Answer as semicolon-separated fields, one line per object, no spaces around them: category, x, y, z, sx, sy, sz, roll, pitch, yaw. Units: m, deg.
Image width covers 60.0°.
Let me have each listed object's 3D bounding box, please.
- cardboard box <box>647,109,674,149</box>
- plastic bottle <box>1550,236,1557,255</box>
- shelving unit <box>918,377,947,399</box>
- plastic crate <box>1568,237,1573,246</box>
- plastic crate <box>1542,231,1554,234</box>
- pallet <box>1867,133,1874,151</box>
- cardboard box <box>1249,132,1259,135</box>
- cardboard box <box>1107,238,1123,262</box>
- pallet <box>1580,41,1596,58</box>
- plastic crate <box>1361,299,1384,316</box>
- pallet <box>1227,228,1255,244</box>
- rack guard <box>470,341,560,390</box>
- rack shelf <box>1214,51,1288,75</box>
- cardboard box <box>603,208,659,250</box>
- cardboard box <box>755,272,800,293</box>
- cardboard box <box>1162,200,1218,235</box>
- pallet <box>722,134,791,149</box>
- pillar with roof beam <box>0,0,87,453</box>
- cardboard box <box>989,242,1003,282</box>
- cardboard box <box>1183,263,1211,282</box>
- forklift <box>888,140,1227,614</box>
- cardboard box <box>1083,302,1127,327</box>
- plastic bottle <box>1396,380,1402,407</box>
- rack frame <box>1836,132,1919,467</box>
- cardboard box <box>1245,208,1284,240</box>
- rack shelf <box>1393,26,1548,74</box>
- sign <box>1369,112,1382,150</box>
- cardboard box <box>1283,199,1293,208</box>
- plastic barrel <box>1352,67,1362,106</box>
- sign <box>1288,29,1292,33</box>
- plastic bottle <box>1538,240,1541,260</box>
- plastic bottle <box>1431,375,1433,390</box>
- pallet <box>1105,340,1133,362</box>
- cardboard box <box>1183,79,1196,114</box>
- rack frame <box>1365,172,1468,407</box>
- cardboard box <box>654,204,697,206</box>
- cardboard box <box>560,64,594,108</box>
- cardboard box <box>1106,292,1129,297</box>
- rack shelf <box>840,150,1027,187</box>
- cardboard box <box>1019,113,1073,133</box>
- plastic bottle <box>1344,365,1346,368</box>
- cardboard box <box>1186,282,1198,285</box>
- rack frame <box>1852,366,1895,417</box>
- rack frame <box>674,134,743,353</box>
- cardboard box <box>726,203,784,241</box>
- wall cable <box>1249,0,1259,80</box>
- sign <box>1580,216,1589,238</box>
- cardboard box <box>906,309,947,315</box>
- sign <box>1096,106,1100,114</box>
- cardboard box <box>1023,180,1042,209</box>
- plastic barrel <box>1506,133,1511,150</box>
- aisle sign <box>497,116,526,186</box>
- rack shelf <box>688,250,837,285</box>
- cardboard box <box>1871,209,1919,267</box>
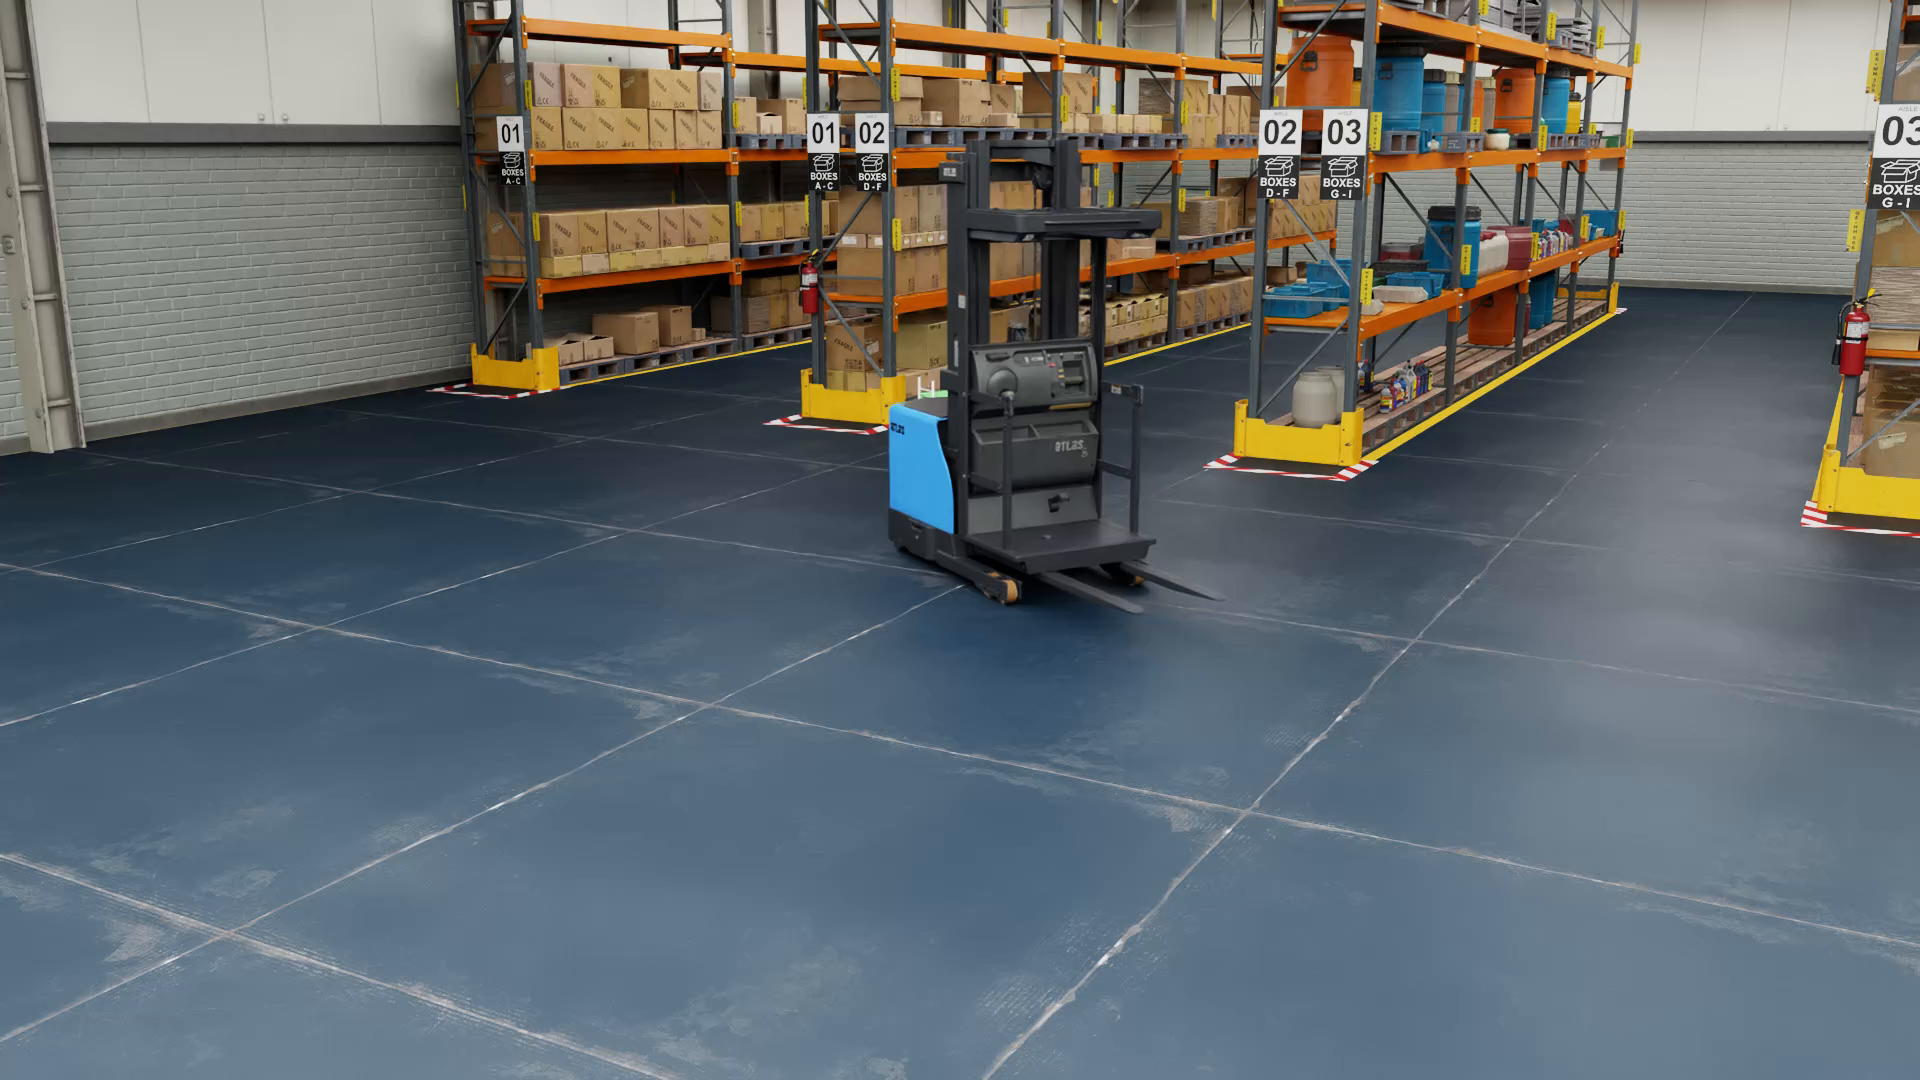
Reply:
cardboard box;-4.063;-5.323;21.555;0.500;0.500;0.500;7;15;26
plastic bottle;8.601;-4.293;24.205;0.152;0.276;0.135;7;15;28
shelving unit;-0.039;-0.646;12.653;0.503;1.200;0.258;-7;15;-28
plastic crate;9.345;-4.657;25.885;0.396;0.136;0.243;7;15;28
plastic crate;9.573;-4.969;27.180;0.293;0.136;0.466;7;15;28
pallet;11.661;-4.800;20.044;1.213;0.211;1.003;8;16;31
cardboard box;5.112;-6.696;27.827;0.500;0.250;0.500;7;15;28
cardboard box;1.930;-4.121;23.012;0.500;0.500;0.500;6;15;25
pallet;8.621;-7.134;24.180;1.003;0.211;1.213;7;15;28
plastic crate;3.908;-2.234;15.962;0.298;0.136;0.250;7;15;28
pallet;4.178;-4.994;27.257;1.003;0.211;1.213;7;15;28
rack guard;-5.442;-2.138;20.334;1.175;0.500;0.348;7;15;28
rack shelf;5.627;-8.214;28.947;1.077;0.370;4.000;7;15;28
cardboard box;-4.243;-4.015;21.466;0.500;0.500;0.500;8;16;30
cardboard box;-2.746;-3.872;24.989;0.500;0.250;0.500;7;15;26
cardboard box;3.542;-4.979;25.676;0.700;0.500;0.500;11;17;38
pallet;-3.154;-5.639;23.526;1.213;0.211;1.003;7;15;28
pillar with roof beam;-5.030;-4.777;13.146;9.100;9.000;0.400;7;15;28
cardboard box;0.089;-3.343;19.786;0.700;0.500;0.500;8;16;29
cardboard box;3.730;-4.325;26.869;0.500;0.250;0.500;7;15;28
forklift;0.611;-1.126;10.949;1.130;2.935;3.031;-7;15;-27
cardboard box;1.953;-3.110;22.806;0.500;0.311;0.500;8;16;30
plastic bottle;4.557;-1.530;17.362;0.097;0.271;0.097;0;14;0
rack frame;7.529;-1.654;12.993;1.000;3.000;0.127;7;15;28
cardboard box;5.145;-5.361;28.158;0.500;0.500;0.500;8;16;30
rack shelf;6.094;-5.818;19.855;1.077;0.370;4.000;7;15;28
sign;3.673;-3.614;14.706;0.100;0.325;0.005;7;15;28
cardboard box;5.383;-5.944;28.443;0.500;0.500;0.500;7;15;26
plastic barrel;3.633;-4.217;15.927;0.600;0.588;0.600;0;14;0
sign;6.119;-9.530;30.701;0.100;0.325;0.005;7;15;28
plastic bottle;8.033;-4.036;23.149;0.097;0.271;0.097;0;14;0
plastic bottle;5.225;-1.779;18.546;0.097;0.201;0.097;0;14;0
pallet;1.704;-2.649;23.070;1.003;0.211;1.213;7;15;28
cardboard box;3.189;-6.604;24.781;0.500;0.500;0.500;7;15;28
rack frame;5.127;-3.036;18.724;1.000;3.000;0.127;7;15;28
cardboard box;-3.955;-4.387;23.006;0.500;0.500;0.500;7;15;27
cardboard box;-4.794;-5.489;20.110;0.500;0.500;0.500;7;15;27
cardboard box;2.216;-3.484;24.359;0.500;0.311;0.500;8;16;30
rack shelf;-0.174;-4.296;19.086;1.077;0.370;4.000;7;15;28
cardboard box;1.099;-5.312;21.192;0.500;0.250;0.500;9;16;34
plastic bottle;4.282;-1.804;18.331;0.144;0.351;0.185;7;15;26
cardboard box;3.472;-3.850;26.497;0.500;0.500;0.500;7;15;26
rack frame;9.463;-2.474;16.397;1.000;3.000;0.127;7;15;28
rack frame;-3.545;-4.158;23.380;1.000;3.000;0.127;7;15;28
cardboard box;-2.993;-4.635;24.206;0.700;0.500;0.500;9;16;34
wall cable;7.671;-11.295;36.035;3.097;2.526;0.112;7;15;28
sign;9.475;-4.749;25.240;0.100;0.325;0.005;7;15;28
cardboard box;-0.429;-2.462;19.716;0.500;0.500;0.500;7;15;28
sign;2.724;-8.406;32.880;0.100;0.325;0.005;7;15;28
cardboard box;0.584;-4.185;20.511;0.700;0.500;0.500;7;15;28
plastic barrel;6.986;-5.182;21.561;0.294;0.245;0.294;0;14;0
aisle sign;-5.251;-4.552;19.469;0.394;0.787;0.004;7;15;28
rack shelf;-2.579;-4.219;25.167;1.077;0.370;4.000;7;15;28
cardboard box;7.579;-2.474;13.413;0.500;0.500;0.500;7;15;28
